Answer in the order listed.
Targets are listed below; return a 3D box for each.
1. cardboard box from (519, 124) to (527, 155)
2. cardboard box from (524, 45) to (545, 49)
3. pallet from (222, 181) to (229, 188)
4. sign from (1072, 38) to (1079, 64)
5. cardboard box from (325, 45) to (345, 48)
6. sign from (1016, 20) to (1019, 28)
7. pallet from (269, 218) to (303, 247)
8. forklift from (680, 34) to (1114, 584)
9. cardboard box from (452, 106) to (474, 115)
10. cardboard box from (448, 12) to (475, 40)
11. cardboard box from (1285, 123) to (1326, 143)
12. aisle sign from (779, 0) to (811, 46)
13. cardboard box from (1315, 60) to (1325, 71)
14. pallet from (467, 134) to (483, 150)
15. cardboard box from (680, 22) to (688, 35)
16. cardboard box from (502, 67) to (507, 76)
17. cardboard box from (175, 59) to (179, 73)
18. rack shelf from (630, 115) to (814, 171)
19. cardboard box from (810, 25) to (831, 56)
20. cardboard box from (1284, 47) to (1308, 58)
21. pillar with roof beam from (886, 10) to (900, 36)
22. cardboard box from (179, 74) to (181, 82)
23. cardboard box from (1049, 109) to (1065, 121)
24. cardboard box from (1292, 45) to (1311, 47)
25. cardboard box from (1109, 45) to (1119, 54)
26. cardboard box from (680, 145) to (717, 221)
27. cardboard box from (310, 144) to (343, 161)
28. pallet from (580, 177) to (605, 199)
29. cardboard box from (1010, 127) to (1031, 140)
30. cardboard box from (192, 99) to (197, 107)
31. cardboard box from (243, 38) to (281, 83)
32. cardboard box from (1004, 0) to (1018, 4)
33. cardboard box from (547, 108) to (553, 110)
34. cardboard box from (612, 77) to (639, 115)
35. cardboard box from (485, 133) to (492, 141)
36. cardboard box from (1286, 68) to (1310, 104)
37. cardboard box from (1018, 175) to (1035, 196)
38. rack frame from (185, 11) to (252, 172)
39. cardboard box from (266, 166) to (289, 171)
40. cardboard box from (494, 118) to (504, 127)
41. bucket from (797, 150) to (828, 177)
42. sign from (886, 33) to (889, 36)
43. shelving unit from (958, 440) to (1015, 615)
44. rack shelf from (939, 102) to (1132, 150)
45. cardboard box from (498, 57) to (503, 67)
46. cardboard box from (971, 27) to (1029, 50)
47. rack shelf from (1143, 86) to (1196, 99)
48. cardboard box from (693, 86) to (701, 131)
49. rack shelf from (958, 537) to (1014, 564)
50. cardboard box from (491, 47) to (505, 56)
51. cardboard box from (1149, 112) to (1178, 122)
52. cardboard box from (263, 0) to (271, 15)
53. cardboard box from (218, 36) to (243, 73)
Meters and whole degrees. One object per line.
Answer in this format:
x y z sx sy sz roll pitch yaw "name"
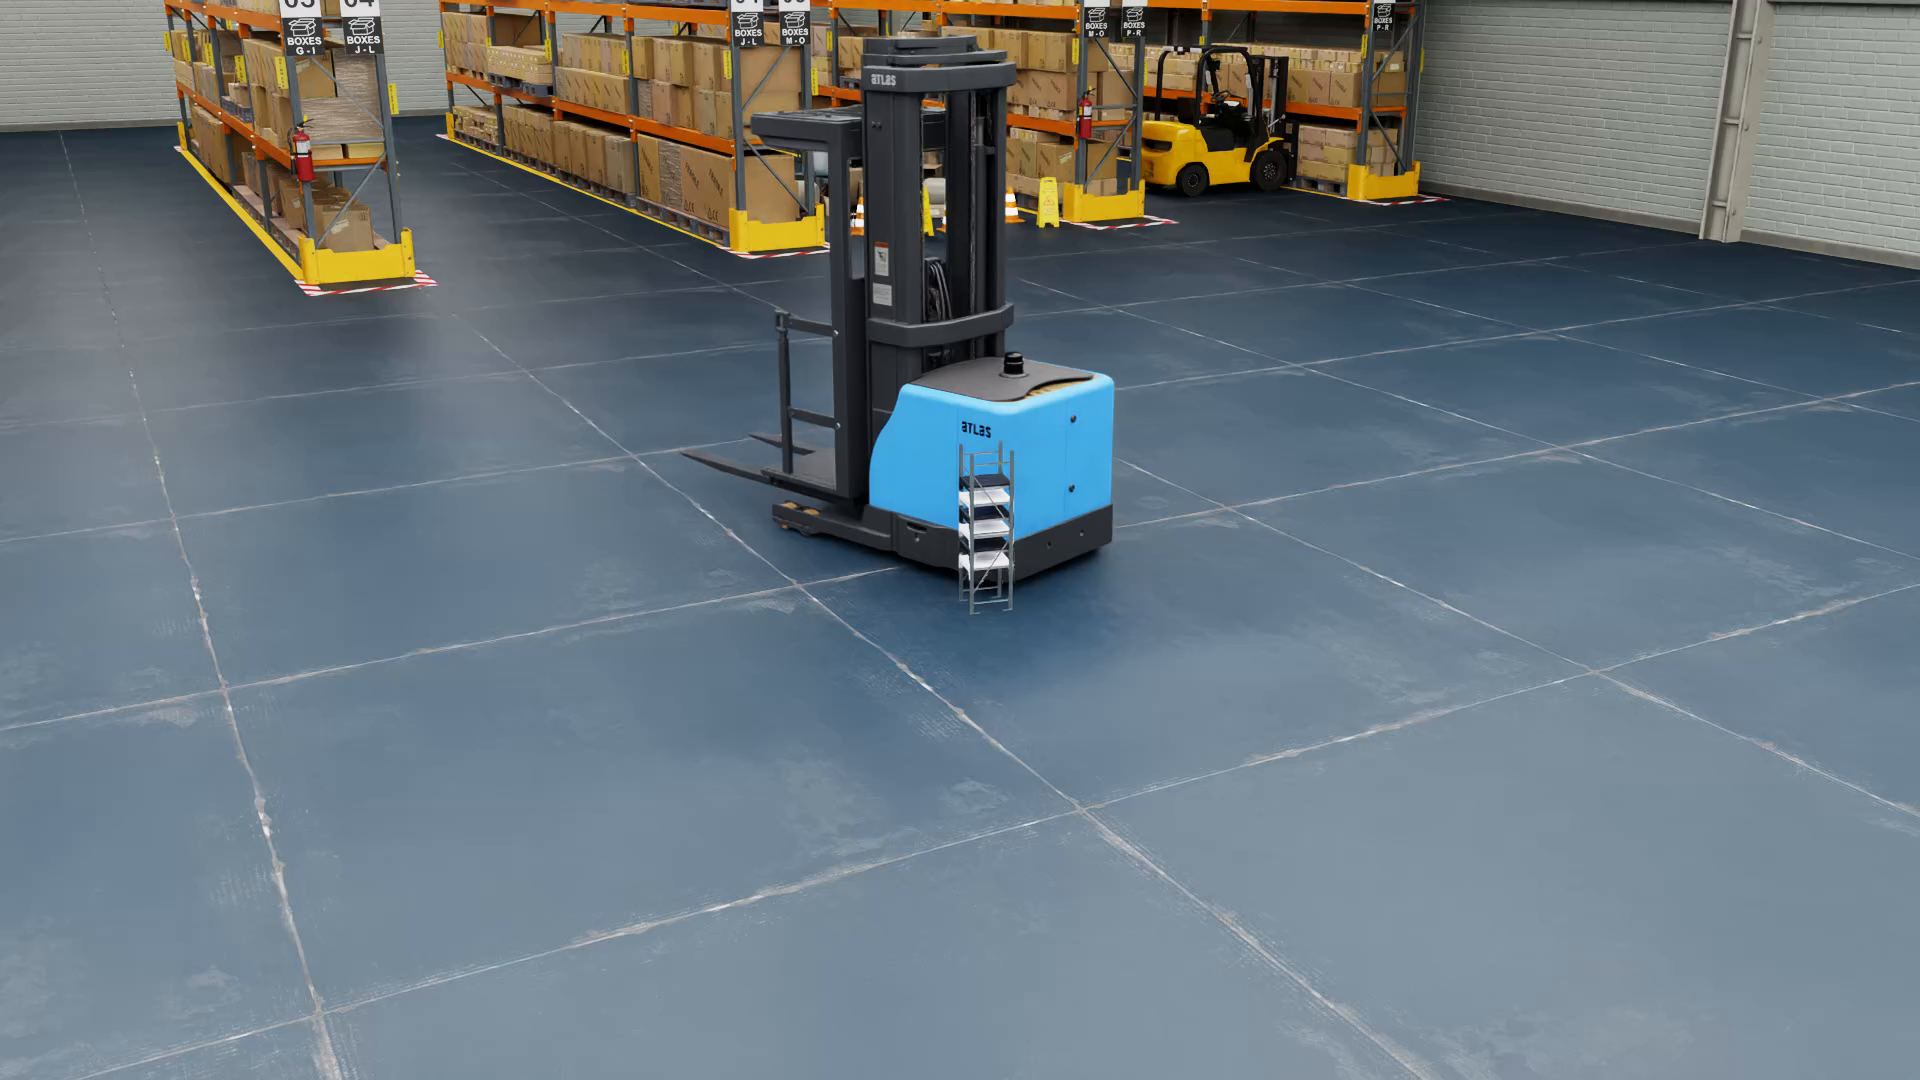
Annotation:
-7.344 -6.982 28.956 0.500 0.500 0.500 -10 21 -26 "cardboard box"
-7.613 -8.794 29.849 0.380 0.149 0.250 -9 21 -24 "cardboard box"
-11.372 -5.901 26.908 1.003 0.211 1.213 -10 21 -27 "pallet"
1.533 -6.486 22.069 0.100 0.325 0.005 -10 21 -27 "sign"
-6.943 -5.340 18.865 0.500 0.500 0.500 -10 21 -27 "cardboard box"
1.186 -10.718 34.820 0.100 0.325 0.005 -10 21 -27 "sign"
-8.239 -3.977 21.334 1.003 0.211 1.213 -10 21 -27 "pallet"
-0.531 -1.522 10.048 3.031 2.935 1.130 16 25 39 "forklift"
-9.925 -8.596 33.258 0.380 0.149 0.250 -11 22 -29 "cardboard box"
-9.650 -10.013 32.410 0.500 0.500 0.500 -9 21 -25 "cardboard box"
5.409 -6.384 26.071 0.500 0.250 0.500 -10 21 -26 "cardboard box"
-1.979 -6.329 19.888 0.394 0.787 0.004 -10 21 -27 "aisle sign"
5.662 -7.275 25.468 0.380 0.149 0.250 -10 21 -27 "cardboard box"
-8.909 -7.738 32.233 1.003 0.211 1.213 -10 21 -27 "pallet"
-5.589 -10.800 35.147 0.500 0.500 0.500 -11 22 -28 "cardboard box"
-7.701 -8.118 28.799 0.380 0.149 0.250 -11 22 -29 "cardboard box"
-14.045 -8.669 30.431 0.500 0.250 0.500 -10 22 -27 "cardboard box"
-3.227 -5.308 22.017 1.077 0.370 4.000 -10 21 -27 "rack shelf"
-2.494 -8.940 29.754 0.500 0.500 0.500 -10 21 -26 "cardboard box"
5.309 -7.643 26.080 0.380 0.149 0.250 -10 21 -26 "cardboard box"
-5.476 -14.315 37.821 9.100 9.000 0.400 -10 21 -27 "pillar with roof beam"
-14.040 -8.434 30.360 0.380 0.149 0.250 -10 22 -27 "cardboard box"
1.448 -5.880 22.959 0.380 0.149 0.250 -10 22 -27 "cardboard box"
5.496 -7.865 26.721 0.380 0.149 0.250 -10 22 -27 "cardboard box"
2.899 -8.933 30.274 0.380 0.149 0.250 -10 21 -26 "cardboard box"
-3.077 -4.704 21.780 0.875 0.875 0.875 -10 22 -28 "cardboard box"
-7.007 -4.265 18.279 0.380 0.149 0.250 -10 21 -27 "cardboard box"
-5.192 -5.464 25.643 1.003 0.211 1.213 -10 21 -27 "pallet"
0.948 -5.862 23.949 0.380 0.149 0.250 -9 21 -24 "cardboard box"
-13.481 -7.689 30.429 0.875 0.875 0.875 -10 21 -27 "cardboard box"
-8.599 -5.975 20.705 0.500 0.500 0.500 -10 21 -27 "cardboard box"
0.847 -7.662 23.523 0.380 0.149 0.250 -10 22 -27 "cardboard box"
-6.903 -7.416 29.063 0.500 0.250 0.500 -11 22 -29 "cardboard box"
-4.659 -6.378 23.862 0.500 0.500 0.500 -10 21 -27 "cardboard box"
-8.693 -7.583 31.234 0.380 0.149 0.250 -11 22 -28 "cardboard box"
5.451 -7.085 25.911 0.500 0.500 0.500 -10 22 -28 "cardboard box"
1.172 -5.108 23.909 0.500 0.250 0.500 -10 21 -26 "cardboard box"
-12.388 -7.779 28.077 1.000 3.000 0.127 -10 21 -27 "rack frame"
-9.072 -4.828 22.683 0.700 0.500 0.500 -10 21 -27 "cardboard box"
-8.373 -7.712 30.698 0.380 0.149 0.250 -9 21 -25 "cardboard box"
-2.083 -5.711 24.772 0.726 0.611 0.620 -3 9 -8 "bucket"
-1.294 -8.763 29.273 0.100 0.325 0.005 -10 21 -27 "sign"
0.140 -0.066 8.944 0.258 0.900 0.210 -5 20 -15 "shelving unit"
1.082 -6.103 24.324 1.077 0.370 4.000 -10 21 -27 "rack shelf"
-7.821 -8.332 28.964 0.380 0.149 0.250 -11 22 -29 "cardboard box"
0.588 -7.220 24.314 0.700 0.500 0.500 -11 22 -28 "cardboard box"
3.549 -8.022 29.882 1.077 0.370 4.000 -10 21 -27 "rack shelf"
-2.929 -5.579 21.470 0.875 0.550 0.550 -10 21 -27 "cardboard box"
0.140 0.050 8.984 0.258 0.077 0.200 -5 20 -15 "rack shelf"
-8.055 -8.616 29.331 0.380 0.149 0.250 -9 21 -25 "cardboard box"
3.879 -7.236 29.498 0.875 0.625 0.625 -10 22 -27 "cardboard box"
-7.382 -5.923 18.330 0.500 0.250 0.500 -10 21 -26 "cardboard box"
-10.822 -7.365 25.185 0.797 0.503 0.637 -9 21 -25 "cardboard box"
